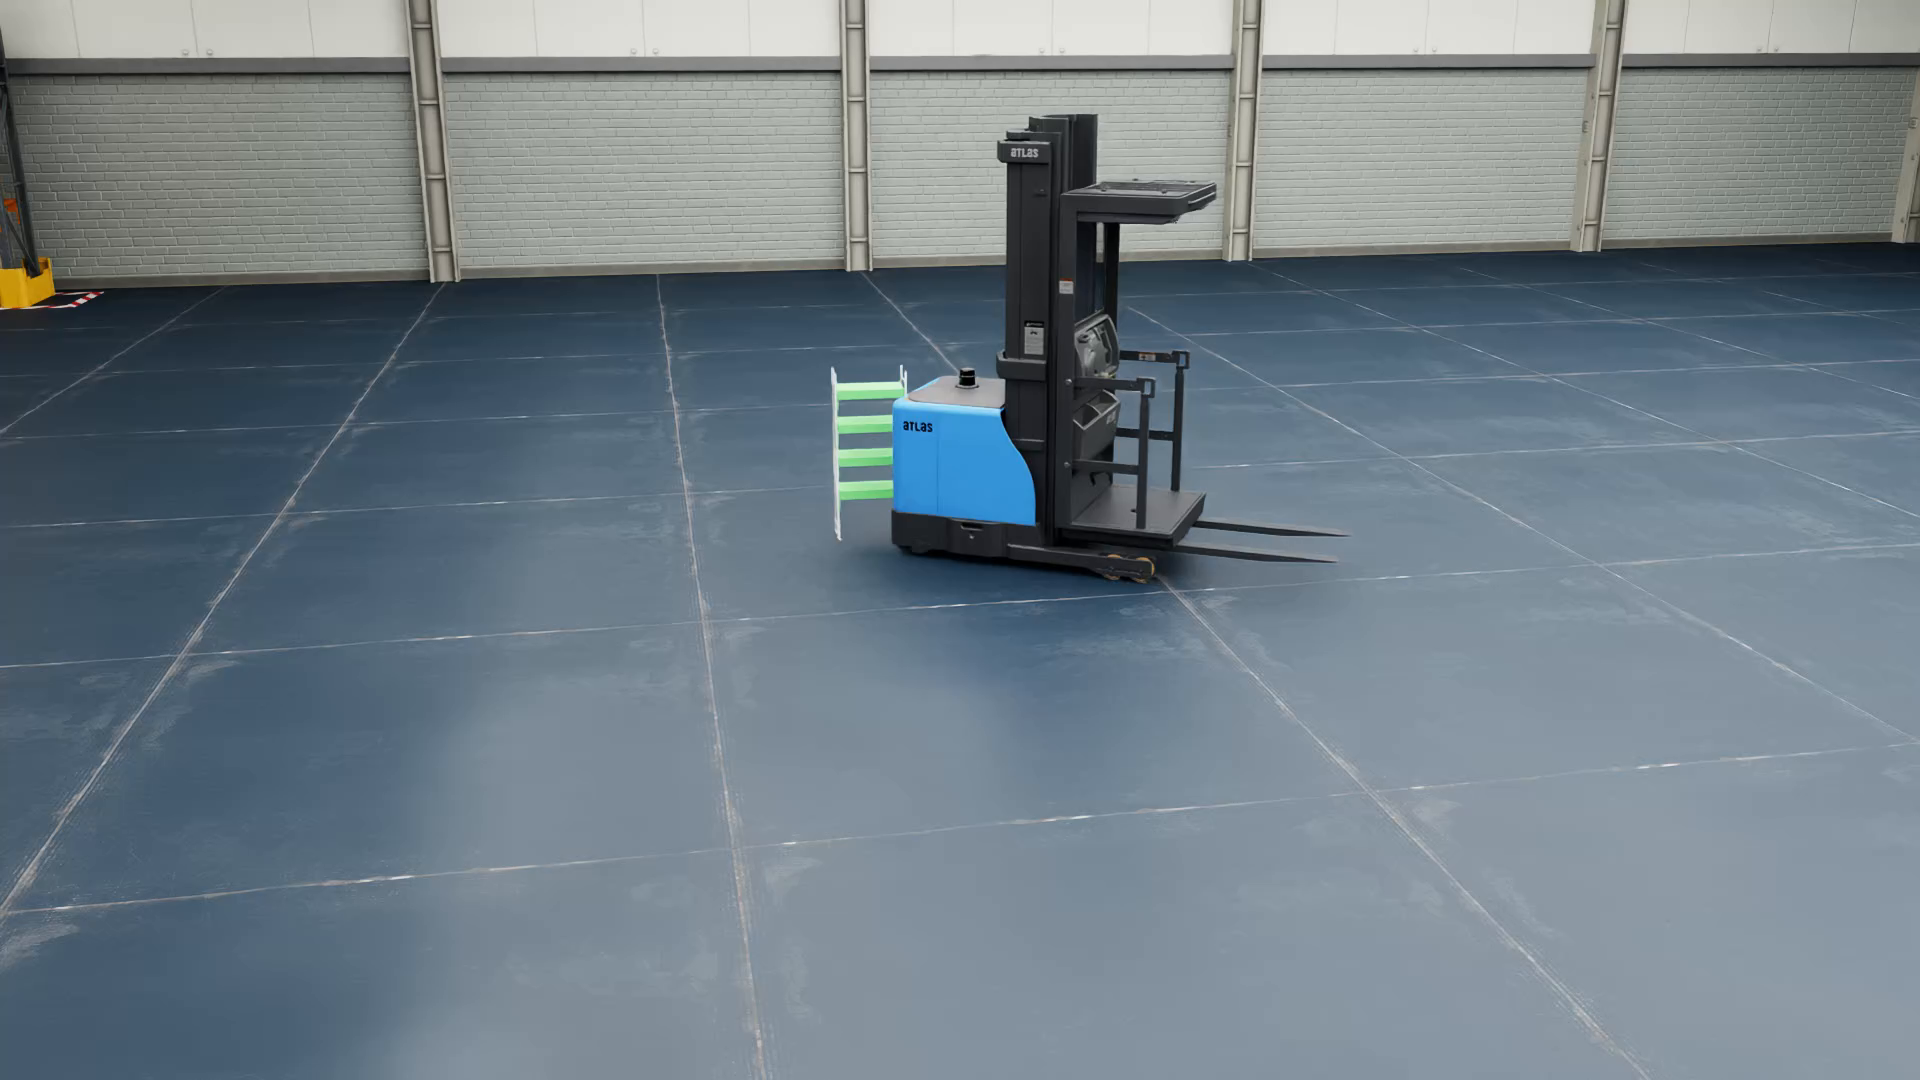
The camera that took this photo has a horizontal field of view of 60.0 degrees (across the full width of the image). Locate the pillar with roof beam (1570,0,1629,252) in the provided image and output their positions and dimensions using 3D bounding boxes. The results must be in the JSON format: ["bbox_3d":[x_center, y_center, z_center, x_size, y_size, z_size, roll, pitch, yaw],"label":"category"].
[{"bbox_3d":[11.066,-7.810,21.914,0.400,9.000,9.100,-3,17,-10],"label":"pillar with roof beam"}]

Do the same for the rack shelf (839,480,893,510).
[{"bbox_3d":[-0.637,-0.328,11.870,0.480,0.148,0.258,-3,17,-9],"label":"rack shelf"}]

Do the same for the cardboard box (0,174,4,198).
[{"bbox_3d":[-13.000,-4.726,21.919,0.500,0.500,0.500,-3,17,-9],"label":"cardboard box"}]

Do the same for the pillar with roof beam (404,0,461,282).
[{"bbox_3d":[-6.607,-6.808,18.650,0.400,9.000,9.100,-3,17,-10],"label":"pillar with roof beam"}]

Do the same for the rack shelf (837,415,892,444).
[{"bbox_3d":[-0.637,-0.786,11.729,0.480,0.148,0.258,-3,17,-9],"label":"rack shelf"}]

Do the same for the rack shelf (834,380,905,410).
[{"bbox_3d":[-0.637,-1.016,11.658,0.480,0.148,0.258,-3,17,-9],"label":"rack shelf"}]

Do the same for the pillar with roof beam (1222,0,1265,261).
[{"bbox_3d":[5.175,-7.476,20.826,0.400,9.000,9.100,-3,17,-10],"label":"pillar with roof beam"}]

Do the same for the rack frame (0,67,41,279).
[{"bbox_3d":[-12.461,-4.626,21.763,0.127,3.000,1.000,-3,17,-10],"label":"rack frame"}]

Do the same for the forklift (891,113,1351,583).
[{"bbox_3d":[1.098,-1.295,11.037,3.031,2.935,1.130,6,18,19],"label":"forklift"}]

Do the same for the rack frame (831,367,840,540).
[{"bbox_3d":[-0.878,-0.607,11.743,0.015,1.200,0.240,-3,17,-9],"label":"rack frame"}]

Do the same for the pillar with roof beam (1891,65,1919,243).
[{"bbox_3d":[16.957,-8.144,23.002,0.400,9.000,9.100,-3,17,-10],"label":"pillar with roof beam"}]

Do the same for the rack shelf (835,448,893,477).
[{"bbox_3d":[-0.637,-0.557,11.799,0.480,0.148,0.258,-3,17,-9],"label":"rack shelf"}]

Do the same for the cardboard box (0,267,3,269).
[{"bbox_3d":[-12.980,-3.541,22.200,0.500,0.250,0.500,-3,17,-10],"label":"cardboard box"}]

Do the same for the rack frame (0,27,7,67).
[{"bbox_3d":[-12.461,-7.494,20.883,0.127,3.000,1.000,-3,17,-10],"label":"rack frame"}]

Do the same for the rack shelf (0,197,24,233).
[{"bbox_3d":[-14.424,-4.170,21.506,4.000,0.370,1.077,-3,17,-10],"label":"rack shelf"}]

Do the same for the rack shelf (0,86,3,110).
[{"bbox_3d":[-14.424,-5.604,21.066,4.000,0.370,1.077,-3,17,-10],"label":"rack shelf"}]

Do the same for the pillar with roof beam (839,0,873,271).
[{"bbox_3d":[-0.716,-7.142,19.738,0.400,9.000,9.100,-3,17,-10],"label":"pillar with roof beam"}]

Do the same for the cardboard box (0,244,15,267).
[{"bbox_3d":[-12.962,-3.785,22.142,0.500,0.250,0.500,-3,17,-9],"label":"cardboard box"}]

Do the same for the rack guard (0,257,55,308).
[{"bbox_3d":[-12.437,-3.432,22.135,0.348,0.500,1.175,-3,17,-10],"label":"rack guard"}]

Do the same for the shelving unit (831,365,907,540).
[{"bbox_3d":[-0.637,-0.618,11.781,0.503,1.200,0.258,-3,17,-9],"label":"shelving unit"}]

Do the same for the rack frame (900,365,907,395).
[{"bbox_3d":[-0.396,-0.630,11.818,0.015,1.200,0.240,-3,17,-9],"label":"rack frame"}]
